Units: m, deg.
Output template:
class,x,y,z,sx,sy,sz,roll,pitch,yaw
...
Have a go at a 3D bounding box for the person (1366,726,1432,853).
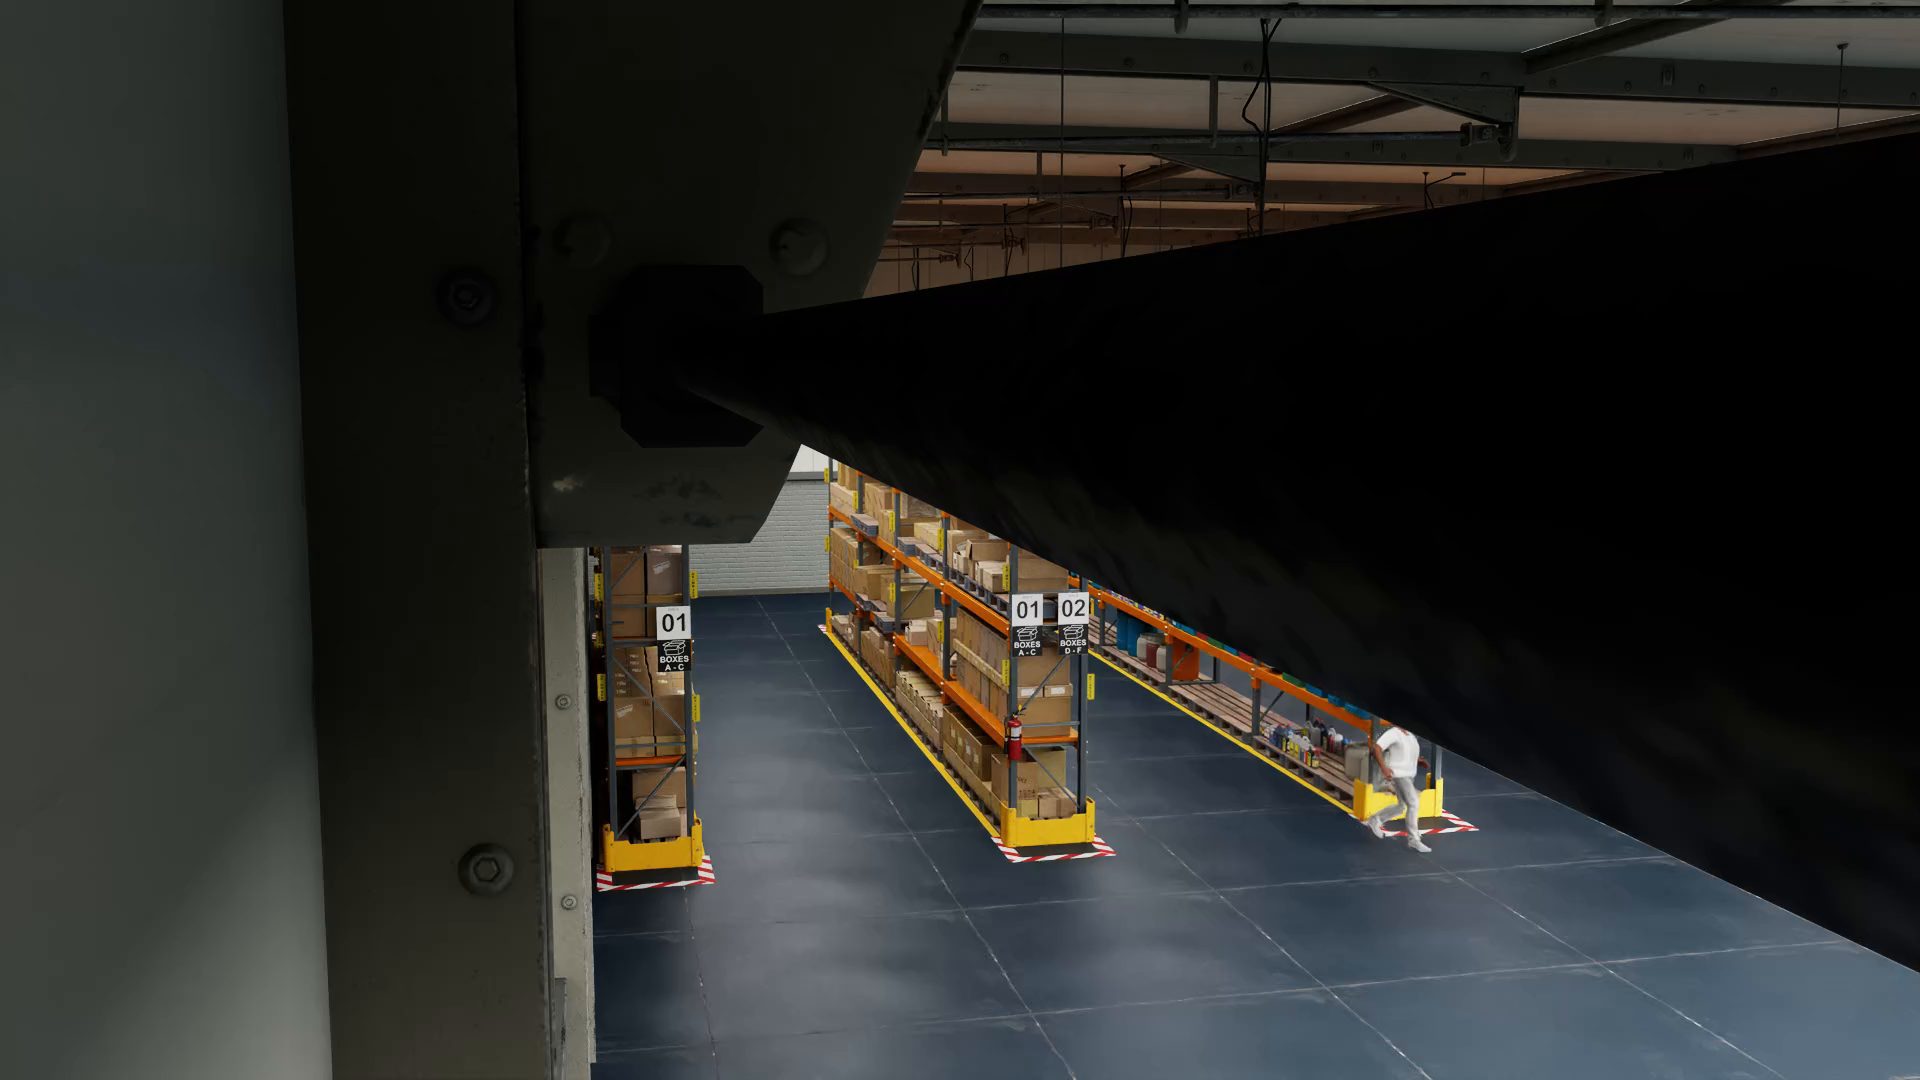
class,x,y,z,sx,sy,sz,roll,pitch,yaw
person,5.599,2.978,20.965,0.875,1.750,0.743,5,8,36
